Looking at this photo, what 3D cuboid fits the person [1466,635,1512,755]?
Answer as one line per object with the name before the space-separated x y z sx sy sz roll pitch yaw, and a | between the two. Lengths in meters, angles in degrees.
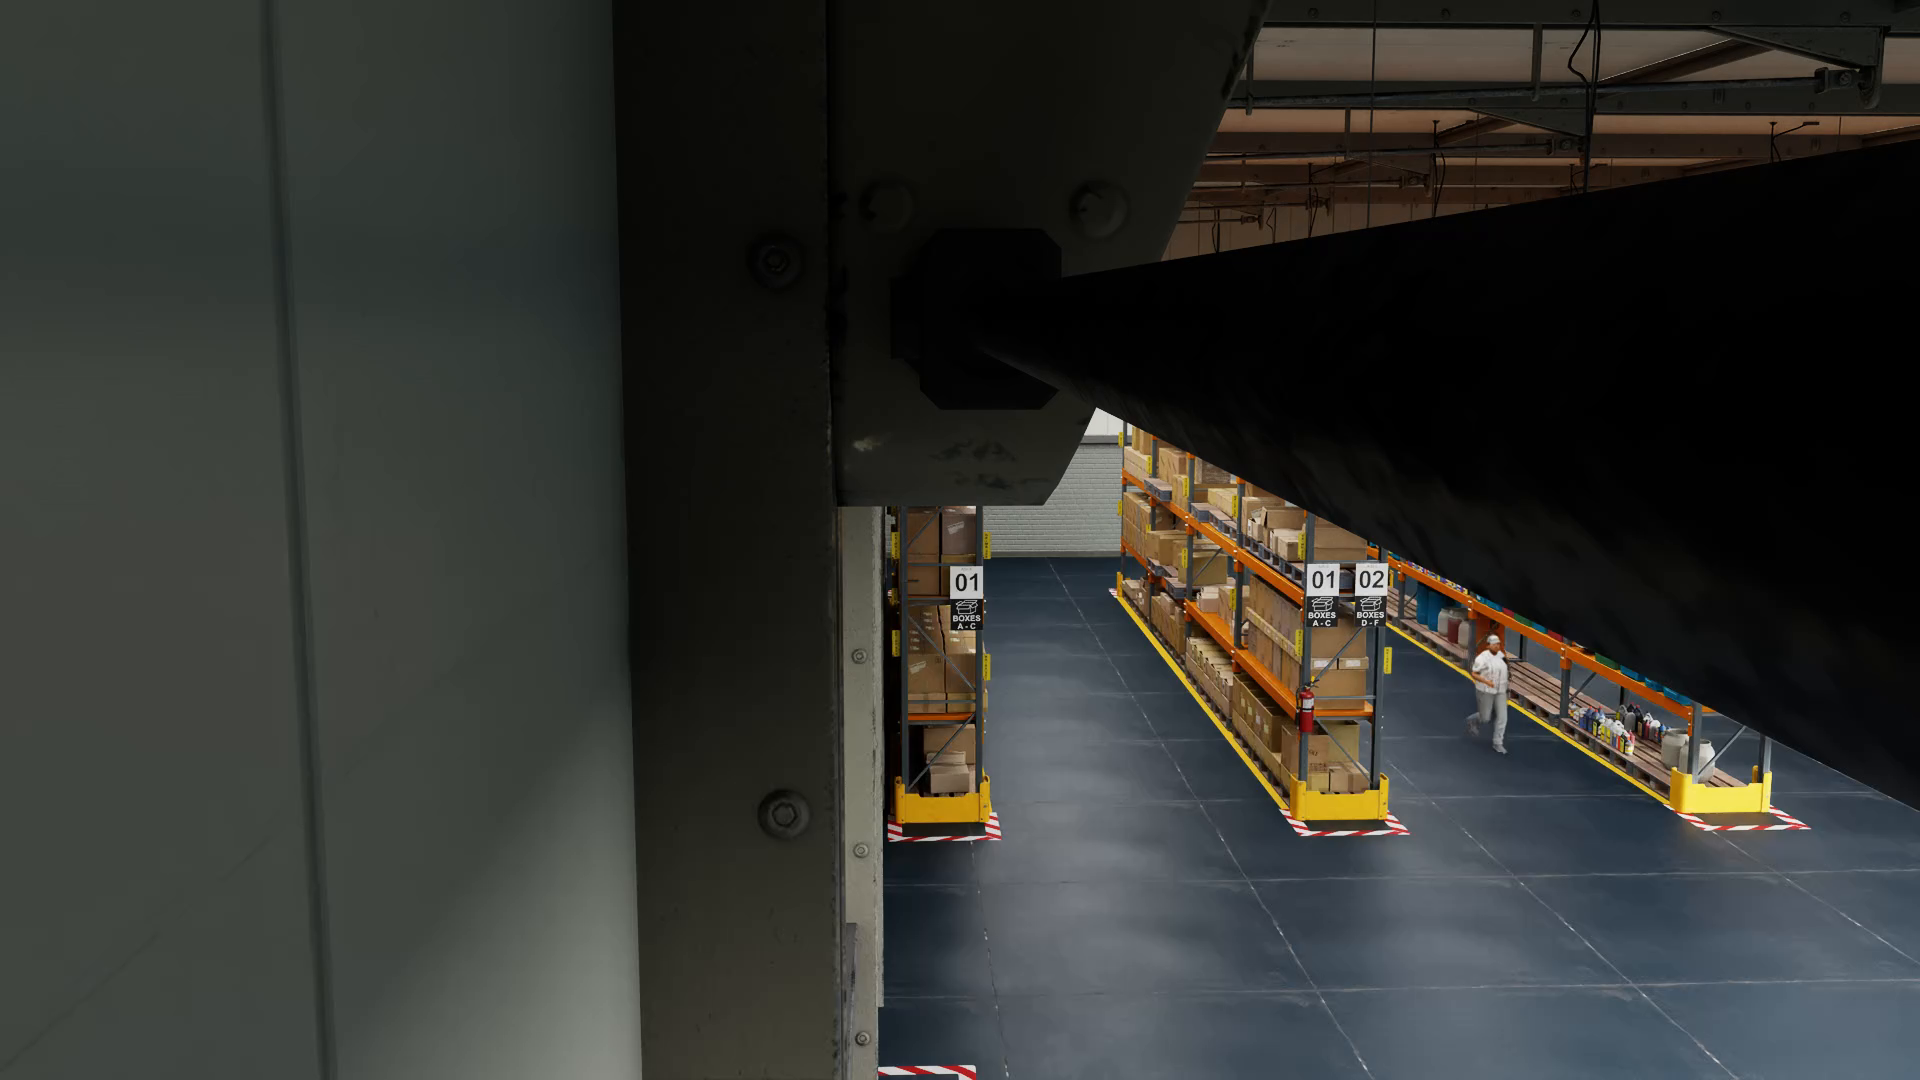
person | 7.617 2.183 23.872 0.607 1.649 0.849 -2 8 -13
